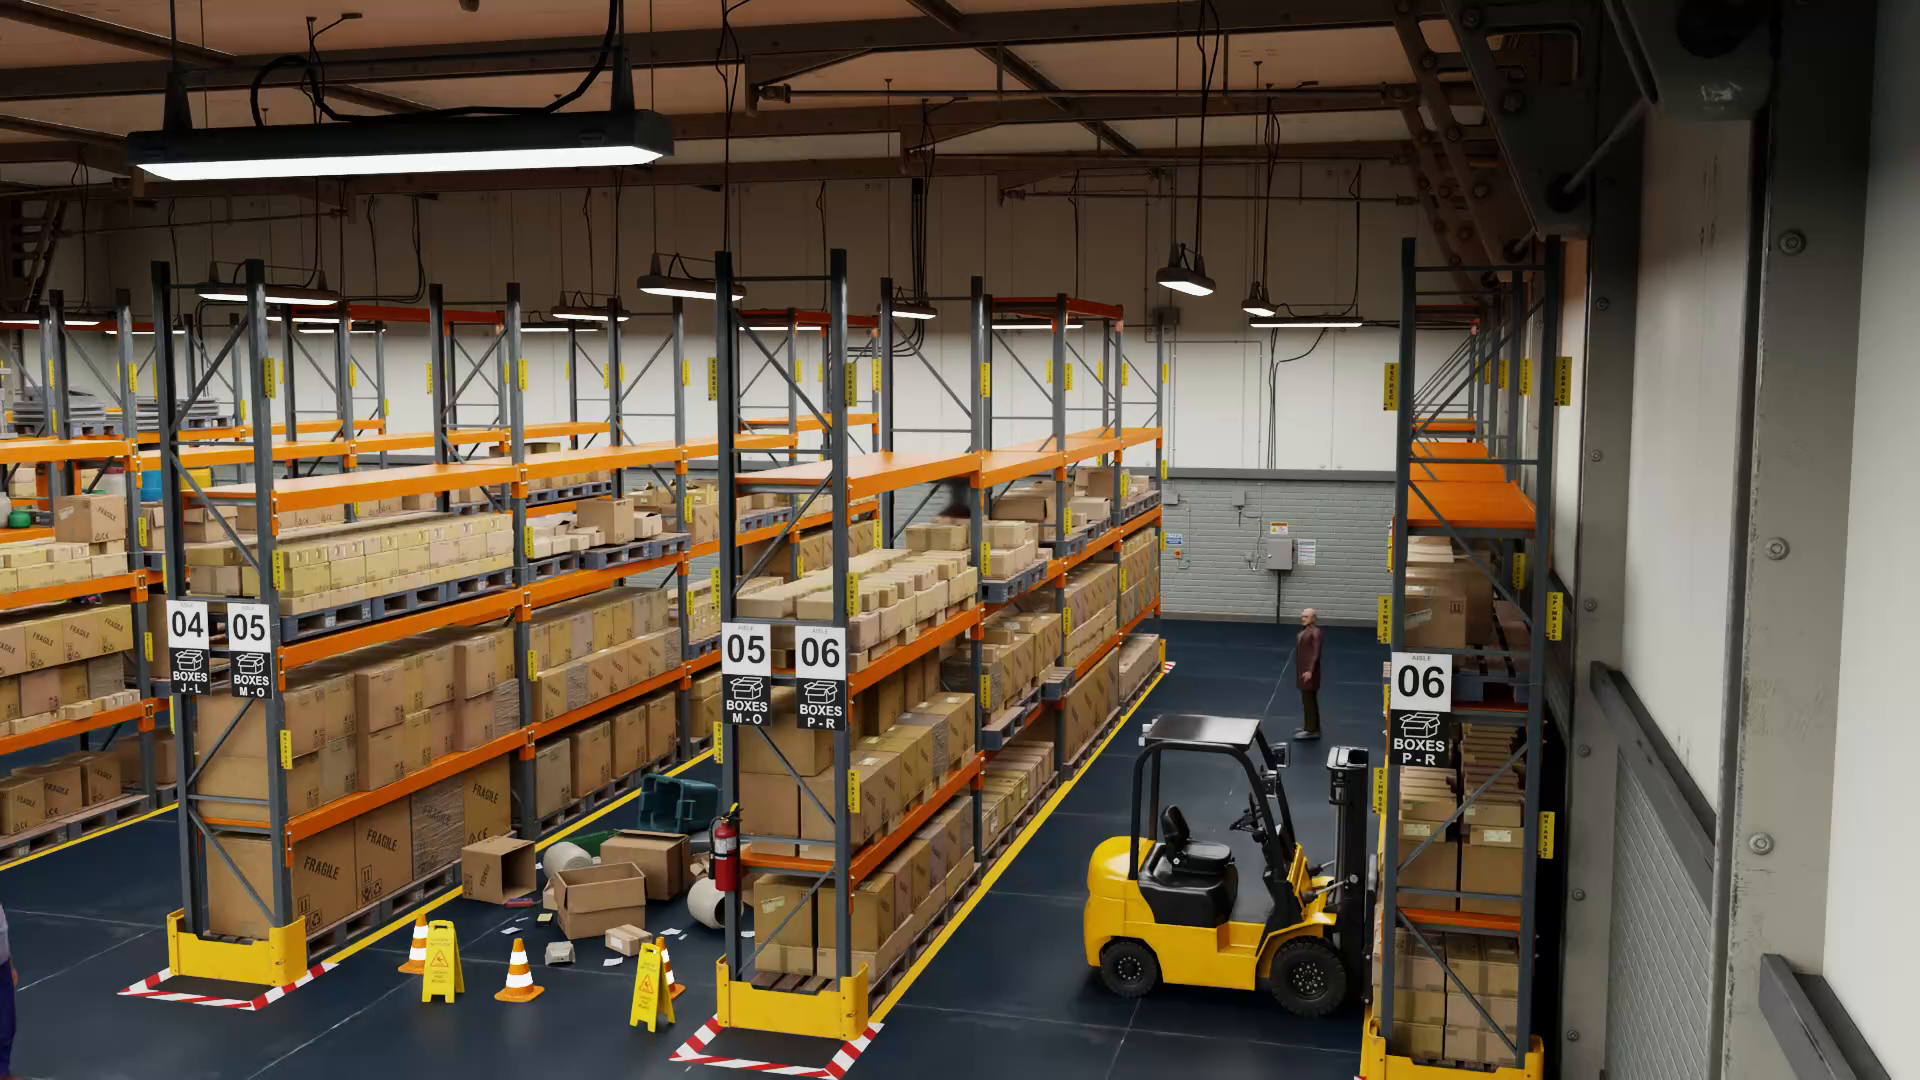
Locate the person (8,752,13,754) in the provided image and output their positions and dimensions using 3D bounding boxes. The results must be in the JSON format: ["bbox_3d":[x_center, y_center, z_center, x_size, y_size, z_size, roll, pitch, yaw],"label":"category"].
[{"bbox_3d":[-12.874,2.031,21.979,0.534,1.729,0.437,-5,8,-40],"label":"person"}]

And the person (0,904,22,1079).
[{"bbox_3d":[-6.899,3.128,11.709,0.375,1.634,0.576,3,7,28],"label":"person"}]

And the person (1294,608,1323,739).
[{"bbox_3d":[4.813,1.836,23.048,0.384,1.779,0.601,0,6,3],"label":"person"}]
